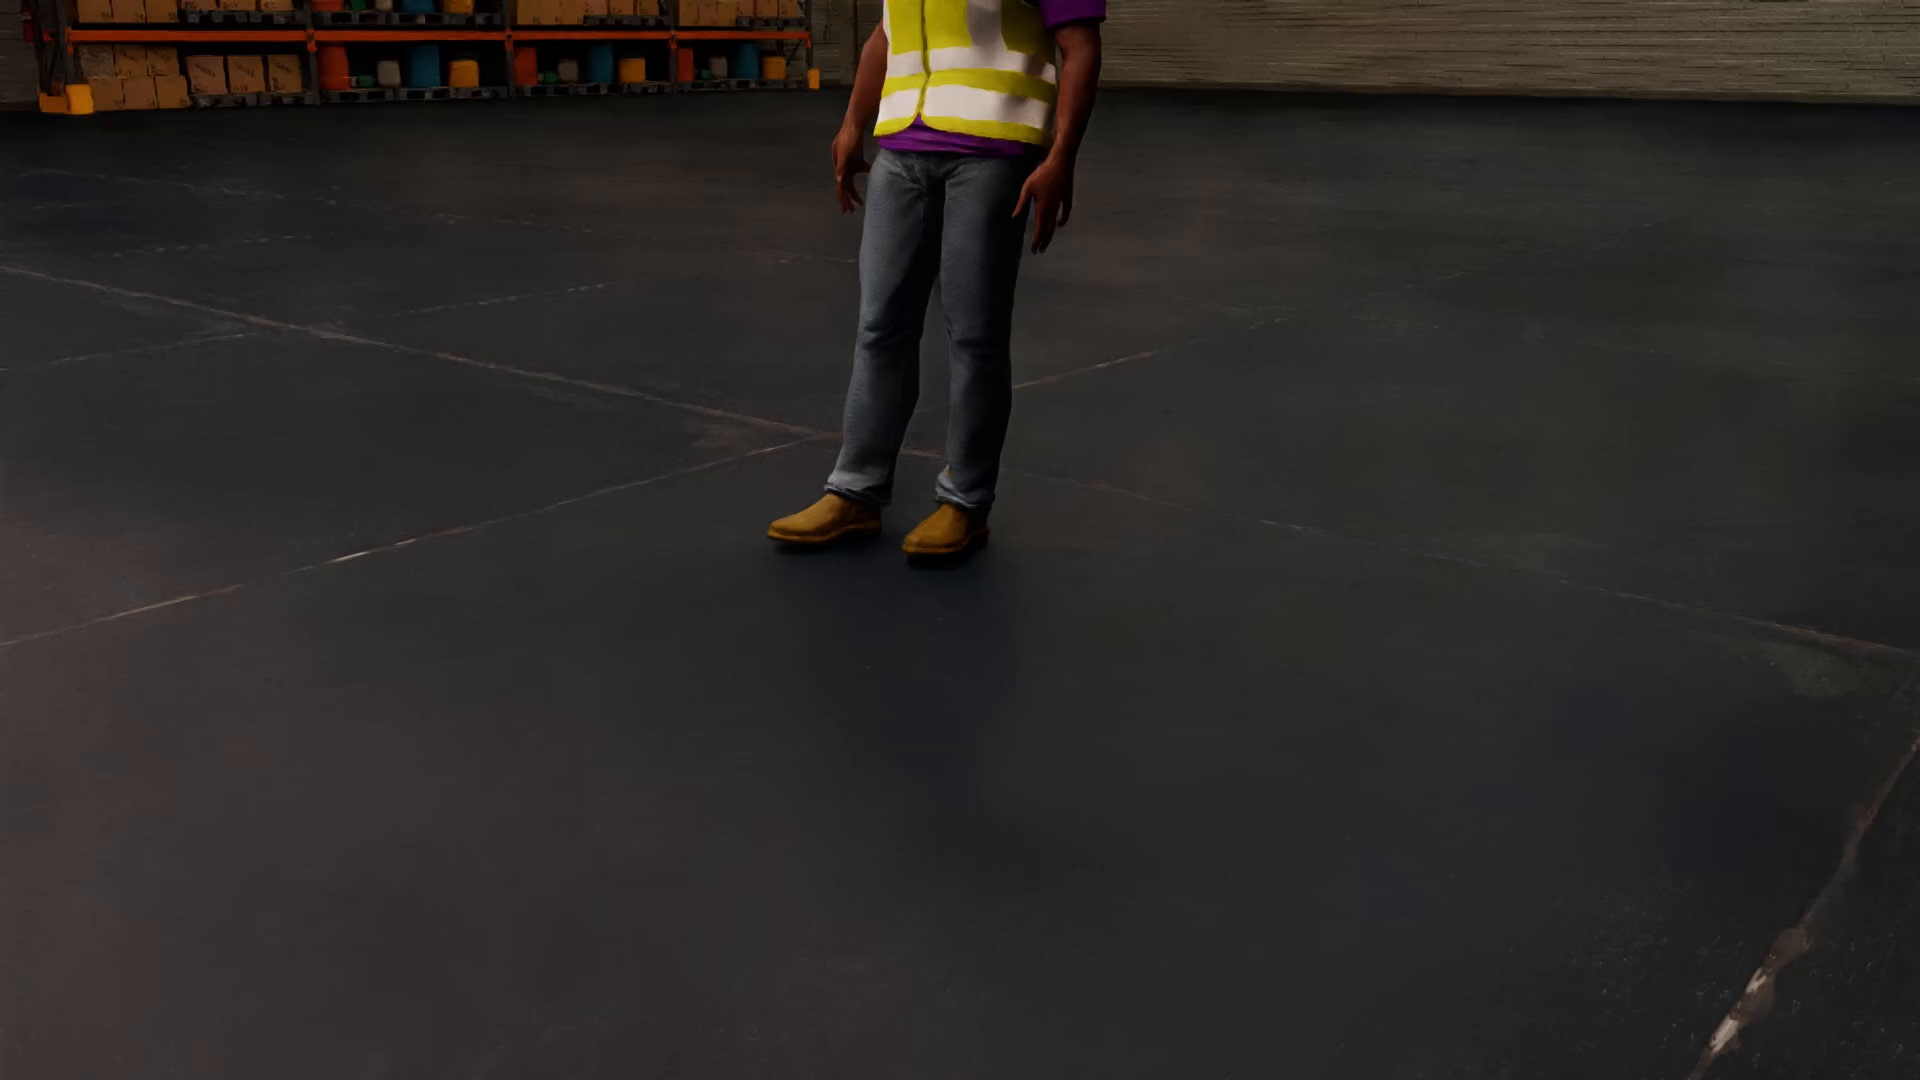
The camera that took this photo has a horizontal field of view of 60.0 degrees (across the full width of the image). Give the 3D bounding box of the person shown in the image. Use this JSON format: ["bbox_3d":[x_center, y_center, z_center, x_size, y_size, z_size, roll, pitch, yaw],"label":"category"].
[{"bbox_3d":[-0.049,-0.837,3.635,0.665,1.766,0.576,13,21,37],"label":"person"}]
